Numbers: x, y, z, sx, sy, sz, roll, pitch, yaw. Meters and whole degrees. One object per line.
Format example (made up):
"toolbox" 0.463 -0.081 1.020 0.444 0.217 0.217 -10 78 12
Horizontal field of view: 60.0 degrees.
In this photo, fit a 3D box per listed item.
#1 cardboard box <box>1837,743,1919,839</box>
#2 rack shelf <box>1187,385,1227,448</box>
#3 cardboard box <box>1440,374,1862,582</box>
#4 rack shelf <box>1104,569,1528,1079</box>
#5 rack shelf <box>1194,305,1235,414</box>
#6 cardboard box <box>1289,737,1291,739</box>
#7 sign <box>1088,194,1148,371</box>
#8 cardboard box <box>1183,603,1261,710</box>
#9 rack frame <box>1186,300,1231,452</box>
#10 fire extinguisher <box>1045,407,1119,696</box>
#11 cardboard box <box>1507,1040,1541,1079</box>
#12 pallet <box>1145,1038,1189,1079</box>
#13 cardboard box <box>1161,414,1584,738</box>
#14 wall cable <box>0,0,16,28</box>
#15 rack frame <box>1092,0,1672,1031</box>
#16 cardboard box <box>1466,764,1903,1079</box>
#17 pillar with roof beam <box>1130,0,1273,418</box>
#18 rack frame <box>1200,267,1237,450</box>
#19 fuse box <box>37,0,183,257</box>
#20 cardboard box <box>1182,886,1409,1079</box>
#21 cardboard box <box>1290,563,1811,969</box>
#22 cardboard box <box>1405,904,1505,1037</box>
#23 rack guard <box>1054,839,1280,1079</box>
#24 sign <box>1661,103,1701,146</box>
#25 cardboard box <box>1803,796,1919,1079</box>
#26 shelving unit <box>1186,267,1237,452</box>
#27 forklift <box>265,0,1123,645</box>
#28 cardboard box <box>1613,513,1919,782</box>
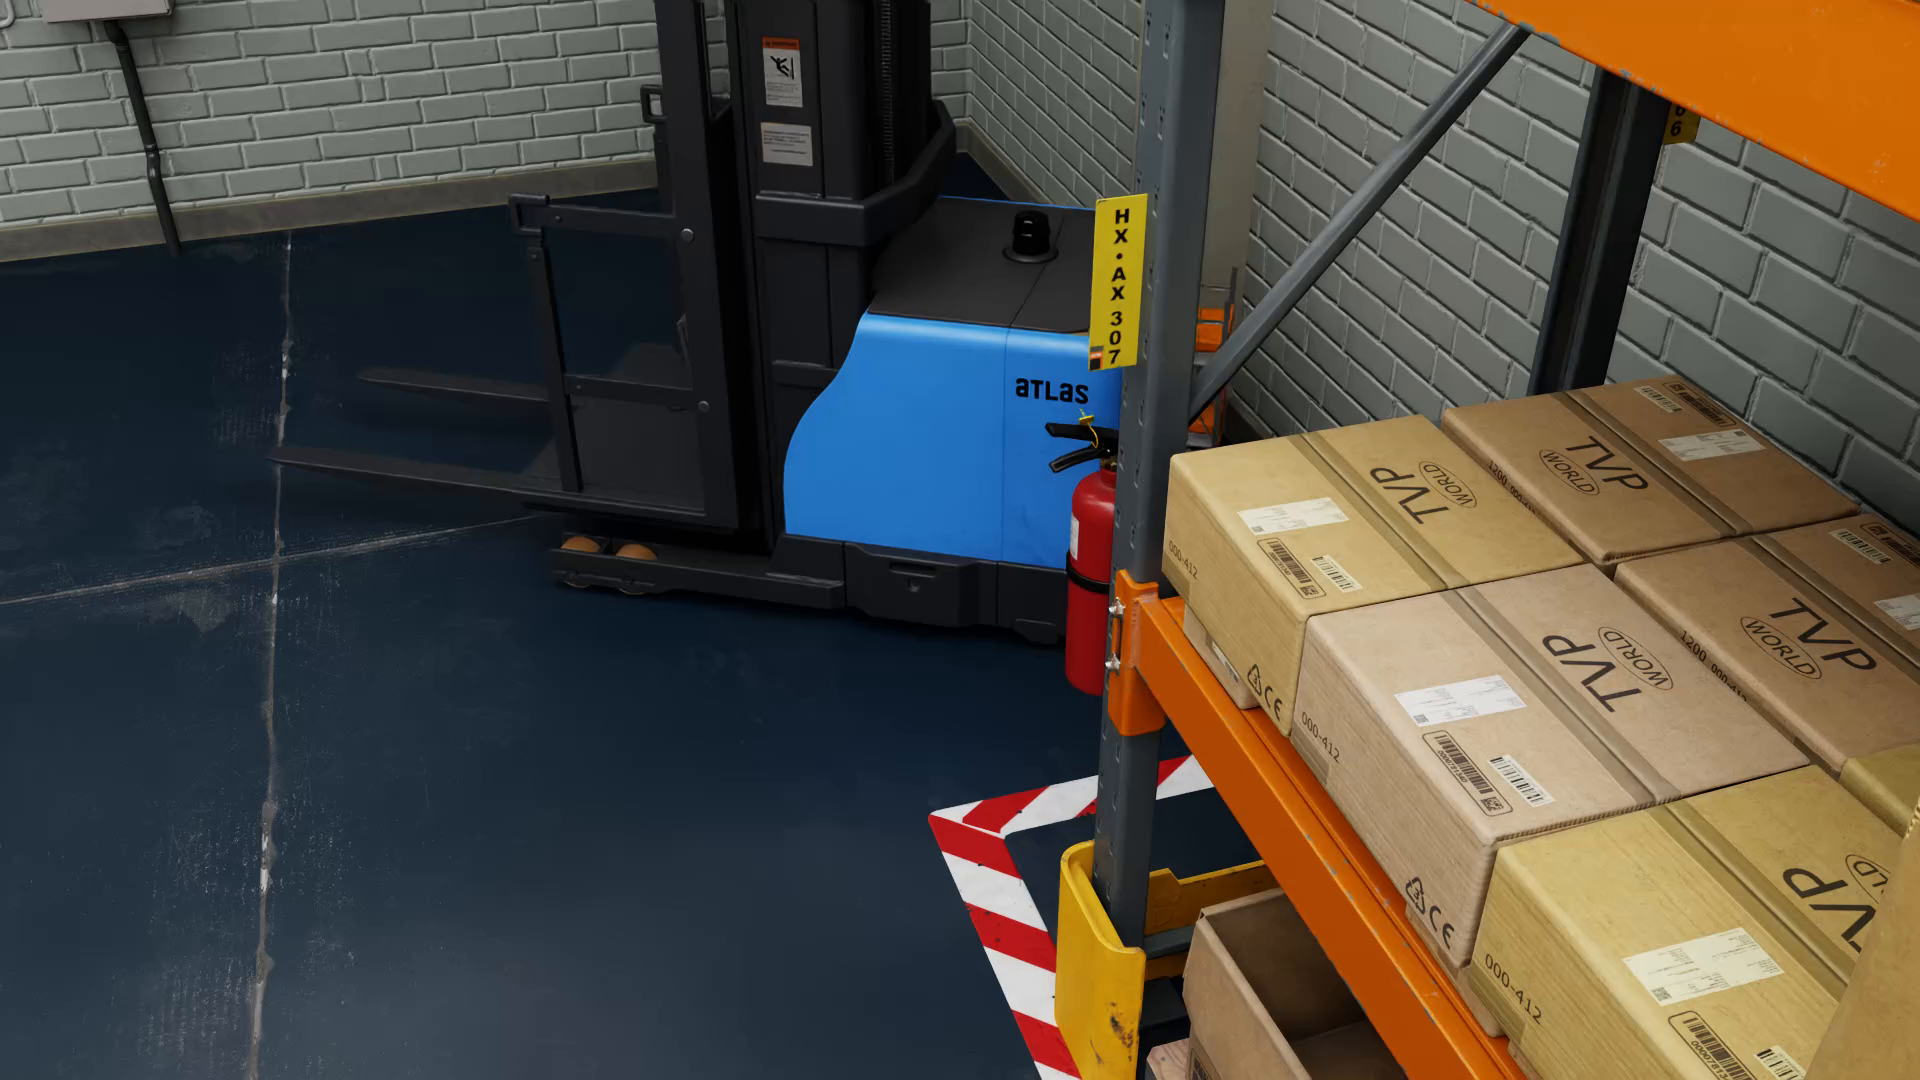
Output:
"cardboard box" 1.492 0.488 2.157 0.500 0.250 0.500 -9 34 -13
"rack shelf" 0.729 -0.335 5.324 0.215 0.259 0.240 7 34 10
"cardboard box" 1.189 -0.044 2.961 0.500 0.250 0.500 -9 35 -13
"rack shelf" 1.406 1.171 1.909 1.077 0.370 4.000 -10 35 -15
"rack shelf" 0.729 -0.572 5.168 0.215 0.259 0.240 7 34 10
"cardboard box" 0.757 0.270 2.848 0.380 0.149 0.250 -9 35 -14
"sign" 0.279 -0.449 2.923 0.100 0.325 0.005 -10 35 -15
"cardboard box" 0.635 0.145 3.038 0.380 0.149 0.250 -10 35 -15
"rack frame" 0.703 -0.278 5.219 0.200 1.050 0.008 7 34 10
"fire extinguisher" 0.311 0.009 3.423 0.296 0.674 0.183 -10 35 -15
"cardboard box" 0.975 0.684 2.222 0.380 0.149 0.250 -9 35 -14
"pallet" 1.063 1.443 3.375 1.003 0.211 1.213 -10 35 -15
"cardboard box" 0.678 0.043 2.830 0.500 0.250 0.500 -10 35 -14
"wall cable" -4.325 -2.967 6.598 0.588 1.984 0.122 -10 35 -15
"rack frame" 0.796 -0.179 3.300 1.000 3.000 0.127 -10 35 -15
"cardboard box" 0.990 0.573 2.028 0.500 0.250 0.500 -11 35 -16
"pillar with roof beam" -3.268 -3.525 2.922 9.100 9.000 0.400 -10 35 -15
"rack frame" 0.755 -0.410 5.418 0.200 1.050 0.008 7 34 10
"fuse box" -3.627 -2.038 7.282 0.539 1.711 0.414 -10 35 -15
"cardboard box" 0.892 1.024 3.362 0.797 0.503 0.637 -11 35 -17
"cardboard box" 0.832 0.308 2.430 0.500 0.250 0.500 -10 35 -14
"cardboard box" 0.889 0.546 2.431 0.380 0.149 0.250 -9 34 -13
"rack guard" 0.819 0.904 3.929 1.175 0.500 0.348 -10 35 -15
"sign" 1.331 -0.877 3.019 0.100 0.325 0.005 -10 35 -15
"cardboard box" 1.136 0.518 1.432 0.500 0.500 0.500 -9 35 -14
"shelving unit" 0.729 -0.344 5.318 0.215 1.050 0.252 7 34 10
"forklift" -0.871 -1.315 5.082 3.031 2.935 1.130 7 34 11
"cardboard box" 1.345 0.227 2.551 0.500 0.250 0.500 -10 35 -15
